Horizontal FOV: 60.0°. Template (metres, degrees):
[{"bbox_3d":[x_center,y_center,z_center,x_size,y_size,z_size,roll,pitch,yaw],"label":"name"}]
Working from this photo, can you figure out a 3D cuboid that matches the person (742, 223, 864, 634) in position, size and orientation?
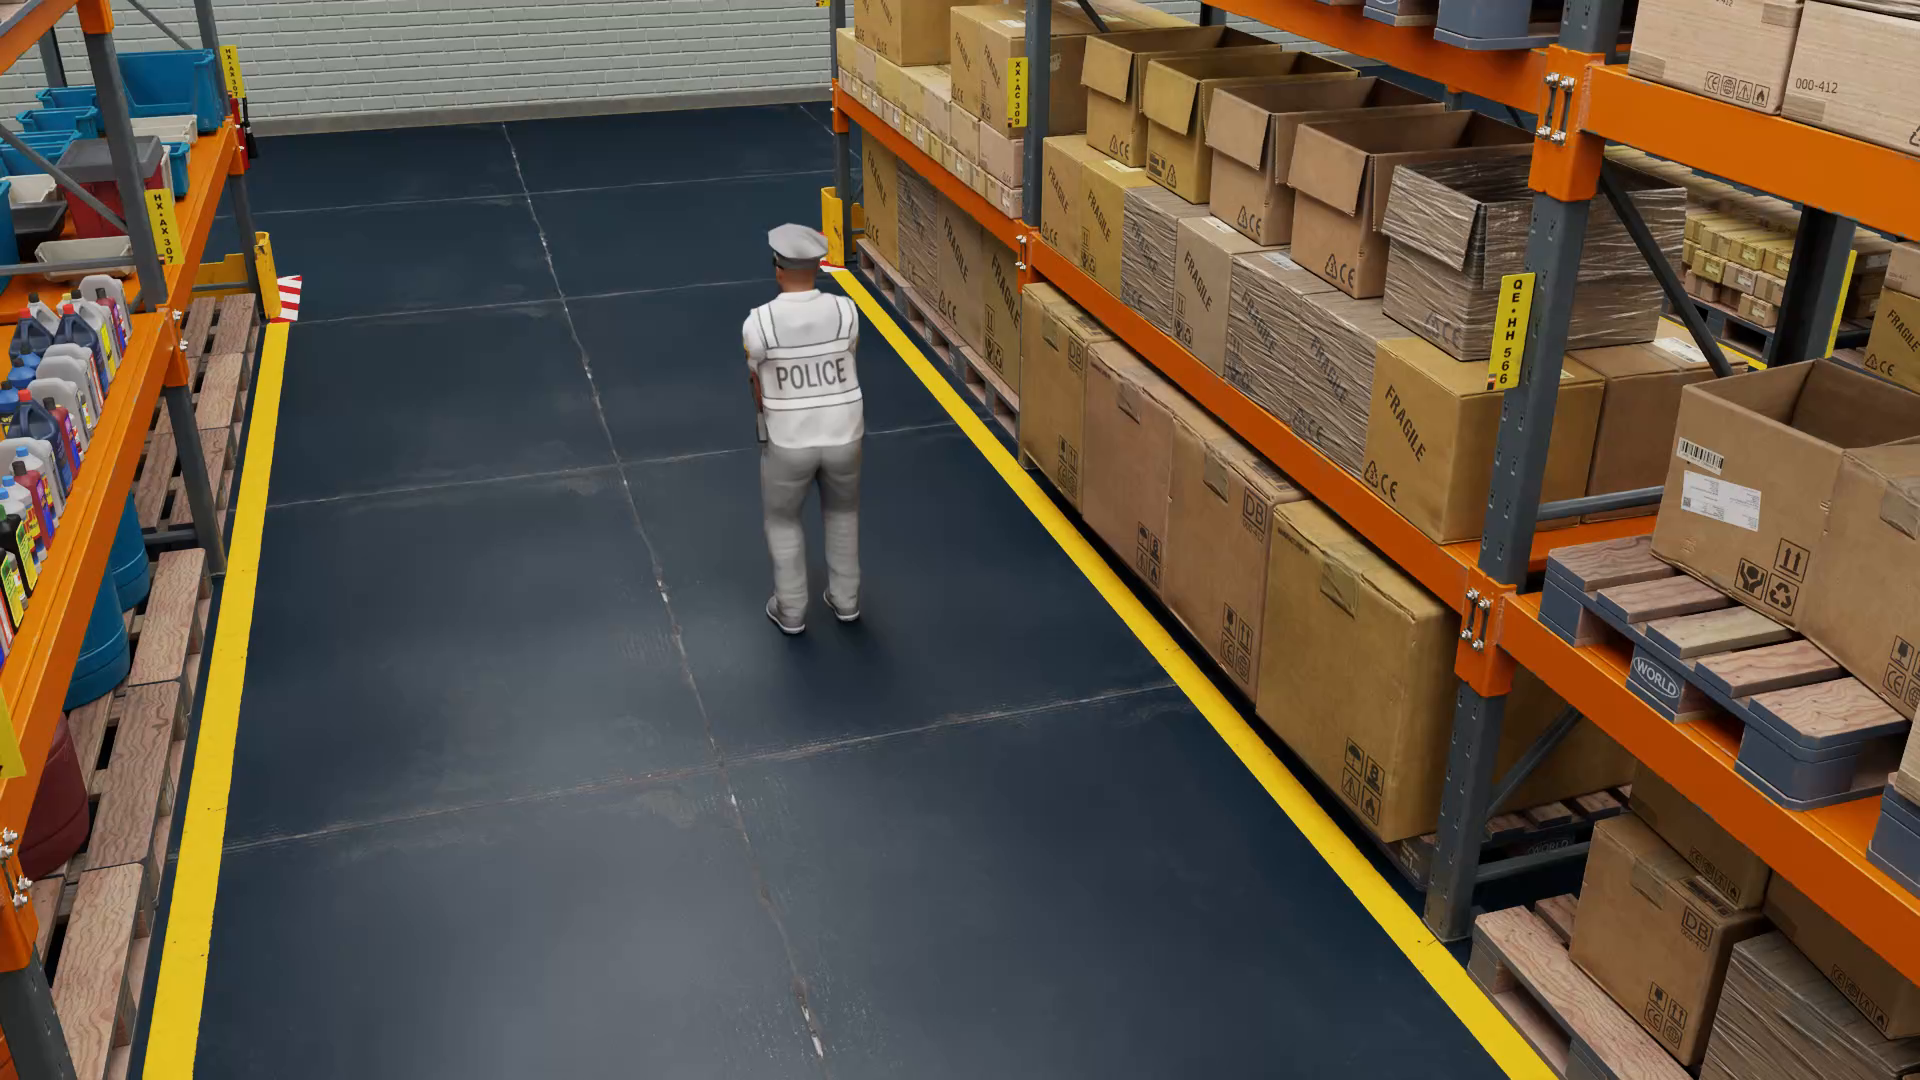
[{"bbox_3d":[-0.664,-0.464,7.050,0.490,1.761,0.575,-9,27,-17],"label":"person"}]
